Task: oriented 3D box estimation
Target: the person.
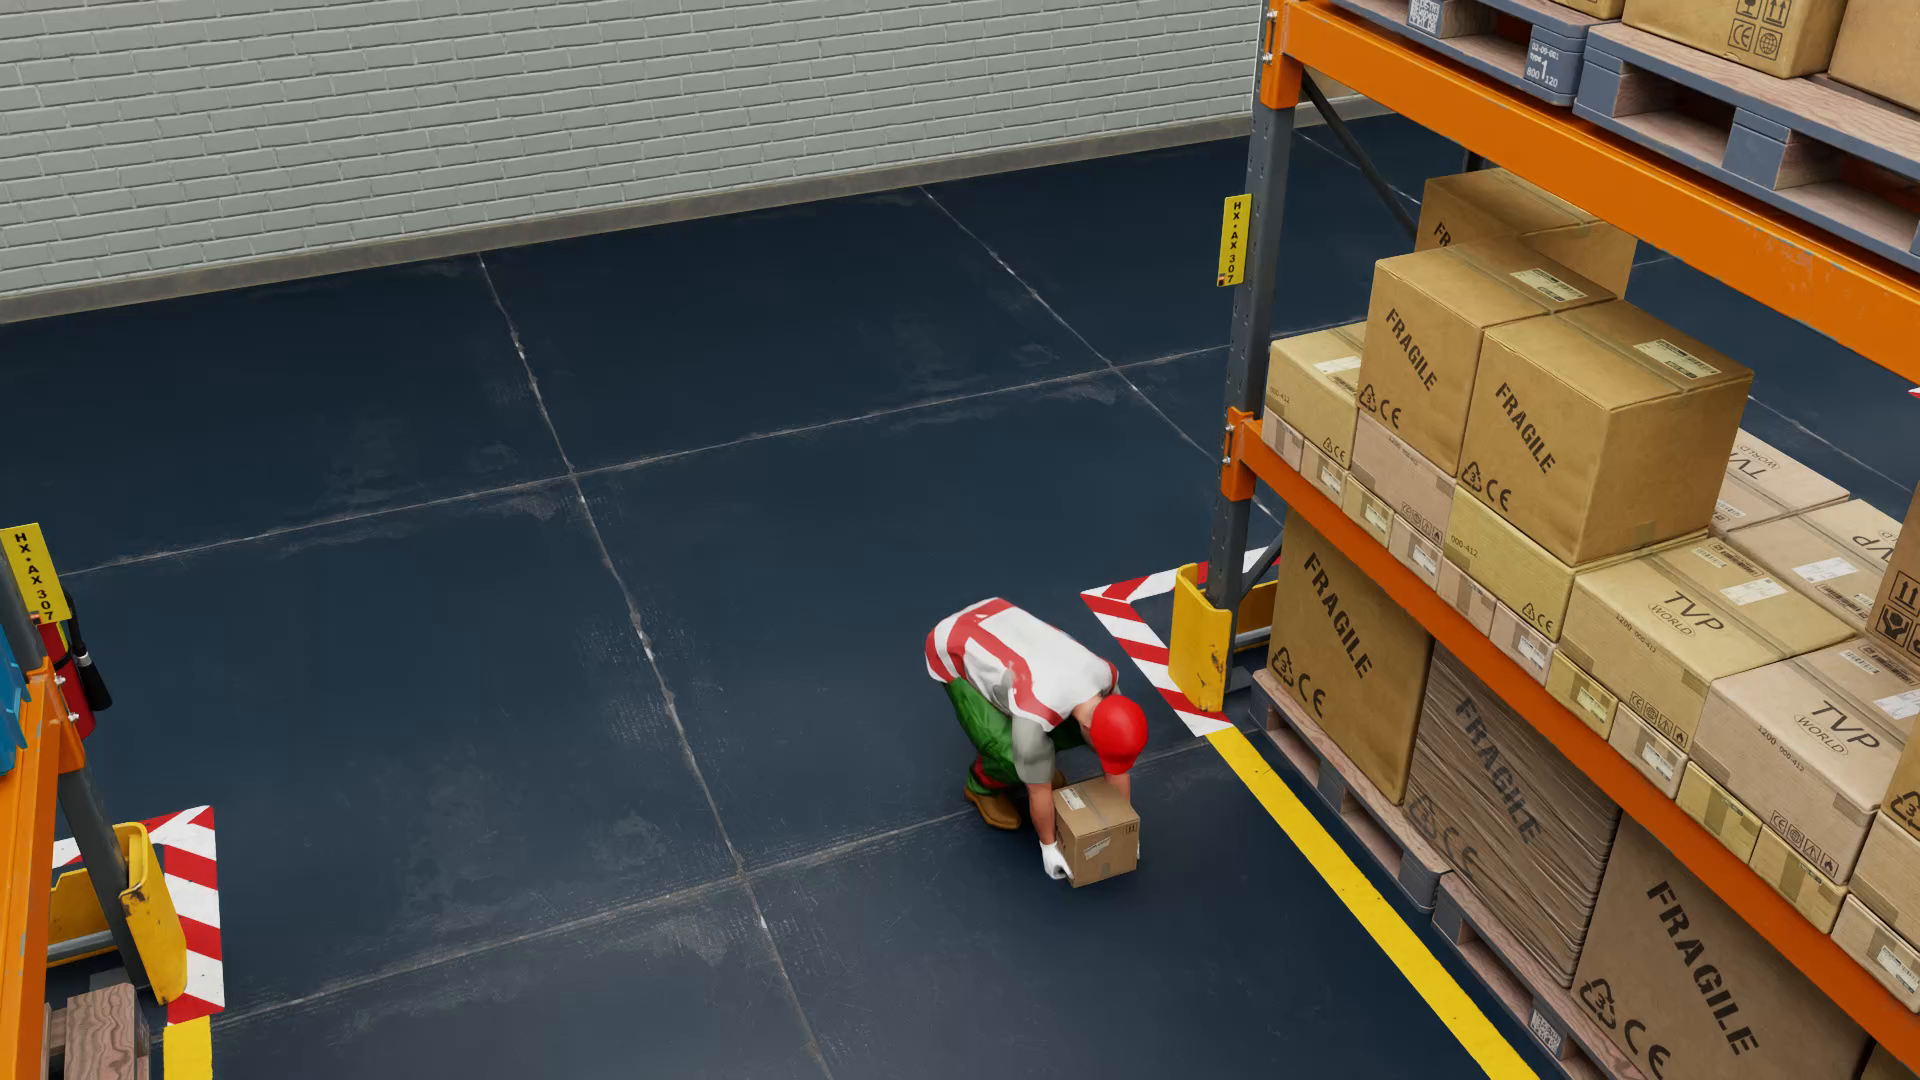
[{"bbox_3d":[0.287,0.695,5.985,0.520,0.821,0.965,-24,40,-32],"label":"person"}]
